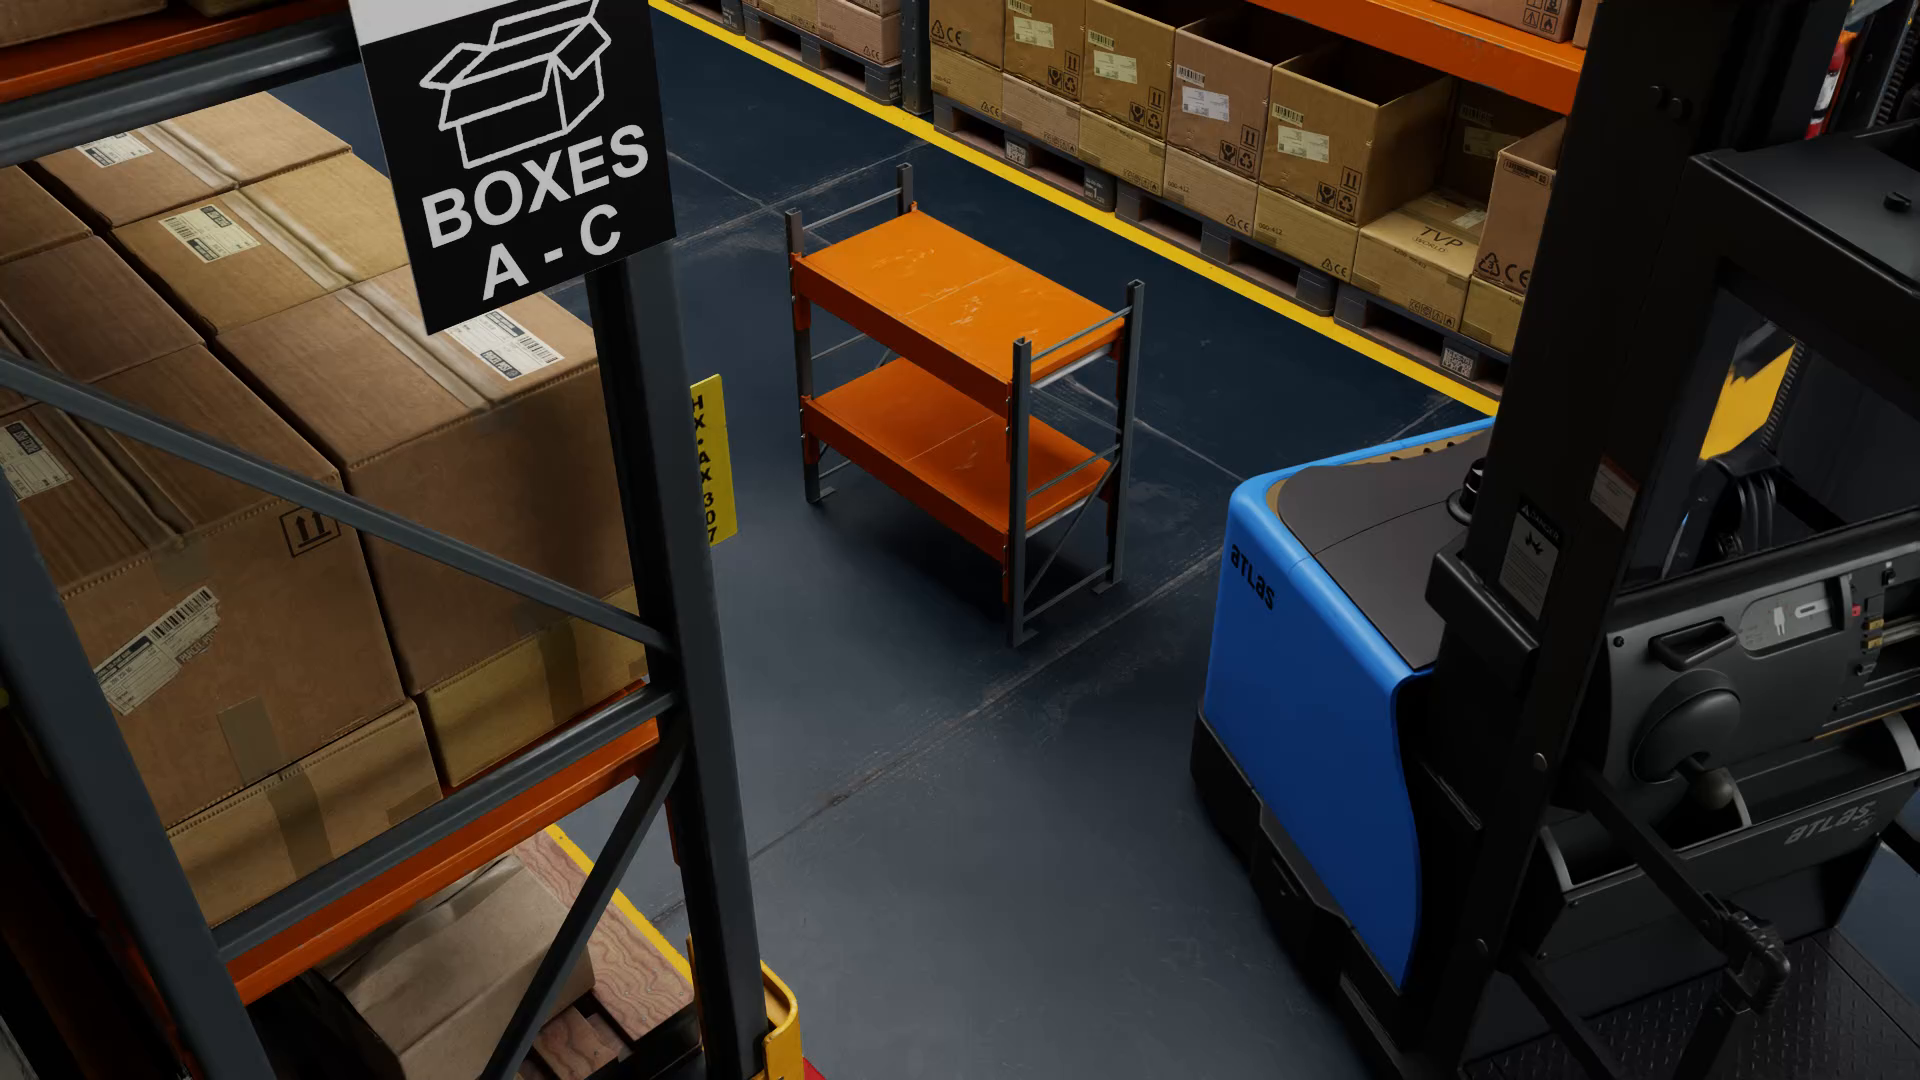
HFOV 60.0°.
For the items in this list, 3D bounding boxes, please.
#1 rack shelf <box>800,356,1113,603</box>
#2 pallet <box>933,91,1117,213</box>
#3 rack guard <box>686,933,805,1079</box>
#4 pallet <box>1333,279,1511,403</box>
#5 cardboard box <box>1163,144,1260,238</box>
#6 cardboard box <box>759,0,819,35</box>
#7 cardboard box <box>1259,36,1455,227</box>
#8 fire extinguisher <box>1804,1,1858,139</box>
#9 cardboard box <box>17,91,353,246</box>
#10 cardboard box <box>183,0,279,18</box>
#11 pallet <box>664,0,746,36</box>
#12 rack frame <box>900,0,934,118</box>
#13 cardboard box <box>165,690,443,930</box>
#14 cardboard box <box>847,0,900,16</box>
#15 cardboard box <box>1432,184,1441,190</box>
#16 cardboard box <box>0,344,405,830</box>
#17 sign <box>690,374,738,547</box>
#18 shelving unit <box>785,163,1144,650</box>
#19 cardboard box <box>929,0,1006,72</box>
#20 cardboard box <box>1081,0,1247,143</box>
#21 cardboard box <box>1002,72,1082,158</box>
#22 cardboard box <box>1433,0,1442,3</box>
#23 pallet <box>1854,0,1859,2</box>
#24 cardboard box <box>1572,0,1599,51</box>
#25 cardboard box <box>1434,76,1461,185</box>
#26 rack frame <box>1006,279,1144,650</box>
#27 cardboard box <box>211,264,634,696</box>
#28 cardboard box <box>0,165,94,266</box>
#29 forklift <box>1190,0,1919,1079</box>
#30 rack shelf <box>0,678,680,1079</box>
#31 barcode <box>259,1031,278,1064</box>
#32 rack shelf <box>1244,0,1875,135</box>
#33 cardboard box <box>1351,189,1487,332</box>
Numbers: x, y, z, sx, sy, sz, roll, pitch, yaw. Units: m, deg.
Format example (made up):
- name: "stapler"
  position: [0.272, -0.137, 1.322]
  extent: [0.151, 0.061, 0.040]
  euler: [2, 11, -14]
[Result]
- name: "rack shelf"
  position: [-0.005, -0.251, 5.478]
  extent: [0.538, 0.278, 1.000]
  euler: [-30, 48, -32]
- name: "pallet"
  position: [0.626, -2.039, 8.031]
  extent: [1.003, 0.211, 1.213]
  euler: [-30, 48, -32]
- name: "rack guard"
  position: [-0.873, 1.385, 3.561]
  extent: [1.175, 0.500, 0.348]
  euler: [-30, 48, -32]
- name: "pallet"
  position: [2.277, -0.910, 6.633]
  extent: [1.003, 0.211, 1.213]
  euler: [-30, 48, -32]
- name: "cardboard box"
  position: [1.221, -1.564, 7.077]
  extent: [0.500, 0.250, 0.500]
  euler: [-30, 48, -32]
- name: "cardboard box"
  position: [-0.716, -2.907, 8.740]
  extent: [0.500, 0.250, 0.500]
  euler: [-31, 48, -32]
- name: "cardboard box"
  position: [1.556, -1.622, 6.553]
  extent: [0.500, 0.500, 0.500]
  euler: [-30, 48, -32]
- name: "fire extinguisher"
  position: [2.562, -1.376, 5.053]
  extent: [0.296, 0.674, 0.183]
  euler: [-30, 48, -32]
- name: "cardboard box"
  position: [-1.595, -0.616, 3.557]
  extent: [0.500, 0.500, 0.500]
  euler: [-32, 49, -33]
- name: "cardboard box"
  position: [-0.864, -1.026, 2.075]
  extent: [0.500, 0.500, 0.500]
  euler: [-29, 47, -31]
- name: "pallet"
  position: [-1.237, -3.314, 9.610]
  extent: [1.003, 0.211, 1.213]
  euler: [-30, 48, -32]
- name: "rack frame"
  position: [0.119, -3.510, 7.633]
  extent: [1.000, 3.000, 0.127]
  euler: [-30, 48, -32]
- name: "cardboard box"
  position: [-1.281, 0.365, 2.939]
  extent: [0.500, 0.250, 0.500]
  euler: [-29, 47, -31]
- name: "cardboard box"
  position: [-0.366, -2.887, 8.270]
  extent: [0.500, 0.311, 0.500]
  euler: [-30, 48, -32]
- name: "cardboard box"
  position: [1.947, -1.556, 7.068]
  extent: [0.500, 0.250, 0.500]
  euler: [-30, 48, -32]
- name: "cardboard box"
  position: [-1.297, 0.079, 2.695]
  extent: [0.500, 0.500, 0.500]
  euler: [-31, 48, -32]
- name: "sign"
  position: [-0.422, -0.119, 2.745]
  extent: [0.100, 0.325, 0.005]
  euler: [-30, 48, -32]
- name: "shelving unit"
  position: [-0.005, -0.441, 5.325]
  extent: [0.538, 1.125, 1.048]
  euler: [-30, 48, -32]
- name: "cardboard box"
  position: [0.202, -2.548, 7.698]
  extent: [0.500, 0.500, 0.500]
  euler: [-30, 48, -32]
- name: "cardboard box"
  position: [0.879, -2.085, 7.126]
  extent: [0.500, 0.500, 0.500]
  euler: [-30, 48, -32]
- name: "cardboard box"
  position: [0.544, -2.026, 7.650]
  extent: [0.500, 0.250, 0.500]
  euler: [-30, 48, -32]
- name: "cardboard box"
  position: [1.828, -2.392, 6.169]
  extent: [0.700, 0.500, 0.500]
  euler: [-30, 47, -31]
- name: "pallet"
  position: [5.844, -3.070, 9.308]
  extent: [1.003, 0.211, 1.213]
  euler: [-30, 48, -32]
- name: "cardboard box"
  position: [2.518, -1.919, 5.583]
  extent: [0.700, 0.500, 0.500]
  euler: [-30, 48, -32]
- name: "cardboard box"
  position: [1.939, -1.843, 6.826]
  extent: [0.500, 0.500, 0.500]
  euler: [-30, 48, -32]
- name: "rack frame"
  position: [0.339, -0.205, 5.033]
  extent: [0.500, 1.125, 0.032]
  euler: [-30, 48, -32]
- name: "cardboard box"
  position: [-0.923, -0.142, 2.969]
  extent: [0.500, 0.500, 0.500]
  euler: [-30, 48, -32]
- name: "cardboard box"
  position: [-1.983, -0.395, 3.283]
  extent: [0.500, 0.500, 0.500]
  euler: [-31, 48, -33]
- name: "forklift"
  position: [1.666, 0.299, 2.971]
  extent: [1.130, 2.935, 3.031]
  euler: [-14, 41, -17]
- name: "rack shelf"
  position: [-2.174, -0.198, 4.104]
  extent: [1.077, 0.370, 4.000]
  euler: [-30, 48, -32]
- name: "barcode"
  position: [-1.530, 1.123, 3.679]
  extent: [0.001, 0.075, 0.075]
  euler: [-30, 48, -32]
- name: "rack shelf"
  position: [1.472, -2.304, 6.713]
  extent: [1.077, 0.370, 4.000]
  euler: [-30, 48, -32]
- name: "cardboard box"
  position: [1.897, -1.101, 6.504]
  extent: [0.500, 0.250, 0.500]
  euler: [-30, 48, -32]
